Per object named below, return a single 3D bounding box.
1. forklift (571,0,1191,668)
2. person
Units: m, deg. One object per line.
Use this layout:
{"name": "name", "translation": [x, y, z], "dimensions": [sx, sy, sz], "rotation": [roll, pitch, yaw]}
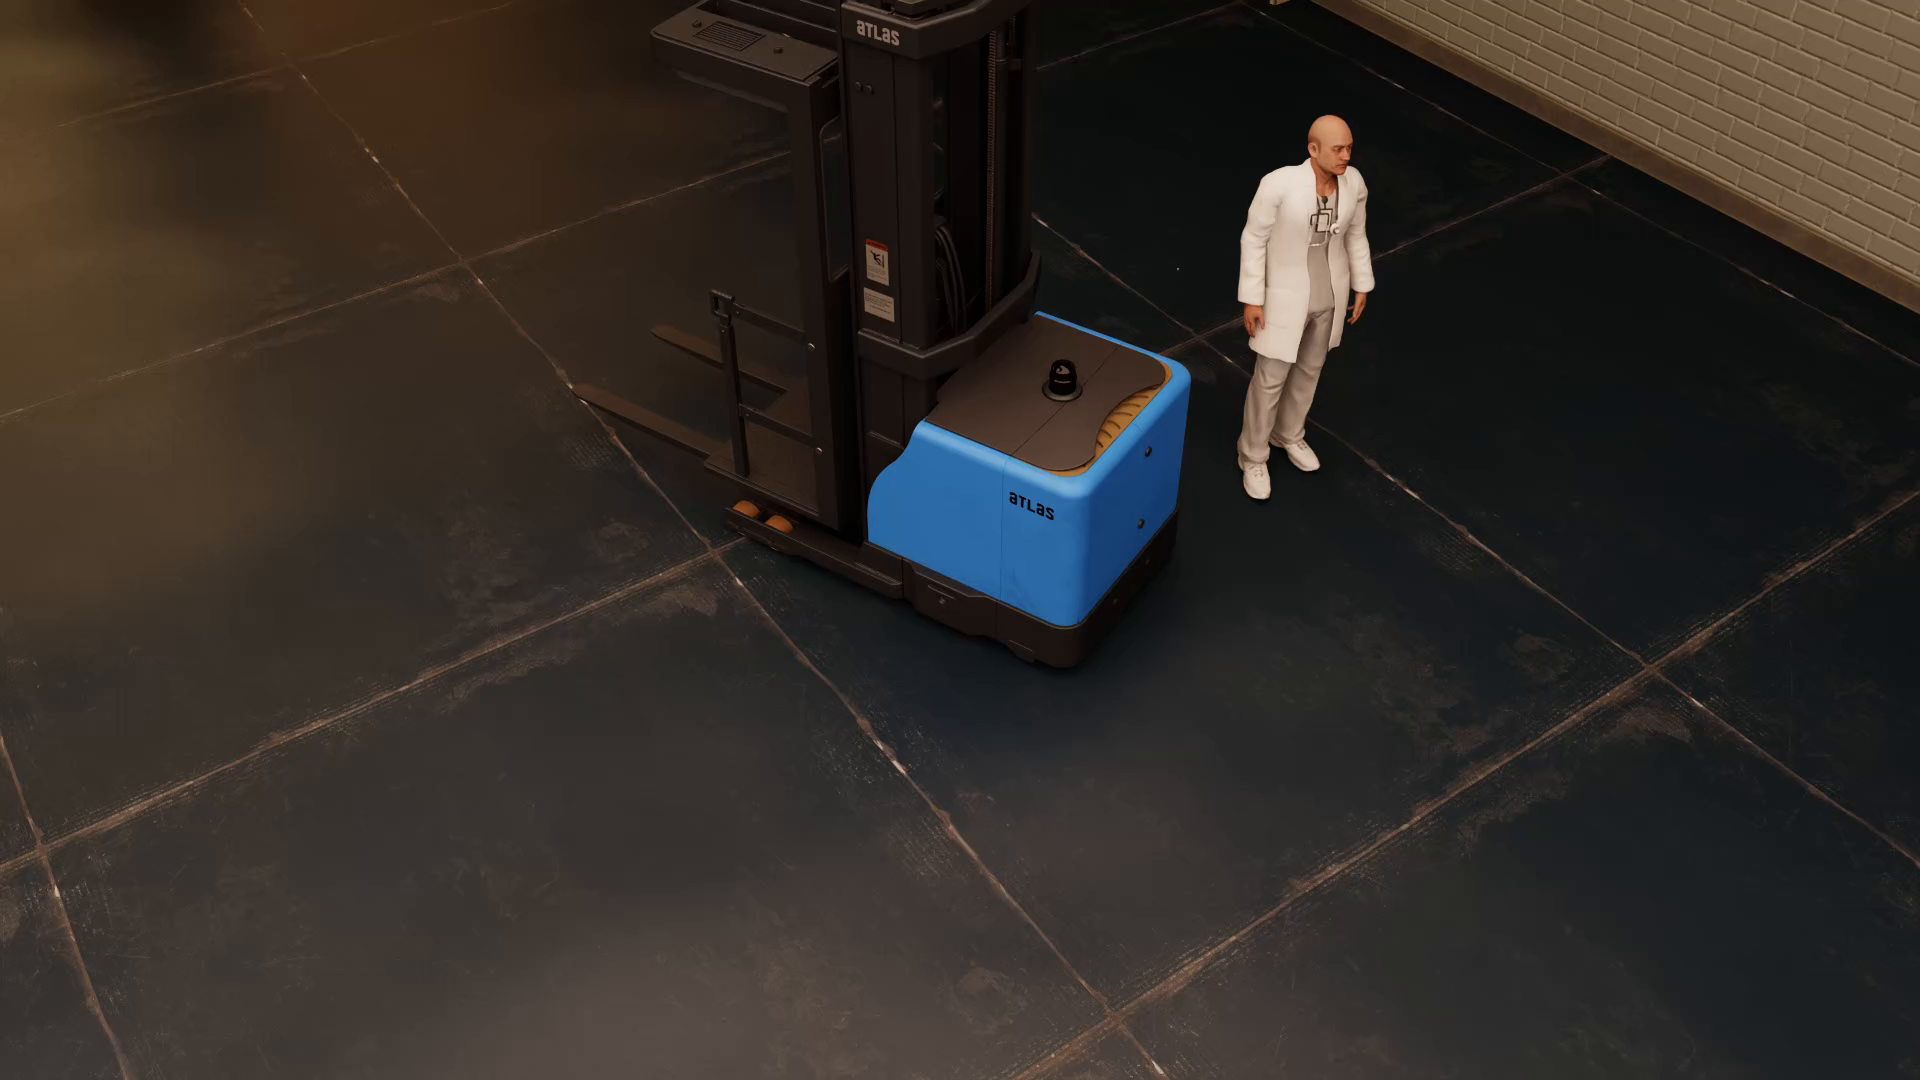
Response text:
{"name": "forklift", "translation": [-0.511, -1.302, 7.129], "dimensions": [3.031, 2.935, 1.130], "rotation": [24, 48, 24]}
{"name": "person", "translation": [1.637, -1.074, 7.721], "dimensions": [0.697, 1.777, 0.580], "rotation": [-13, 44, -14]}
